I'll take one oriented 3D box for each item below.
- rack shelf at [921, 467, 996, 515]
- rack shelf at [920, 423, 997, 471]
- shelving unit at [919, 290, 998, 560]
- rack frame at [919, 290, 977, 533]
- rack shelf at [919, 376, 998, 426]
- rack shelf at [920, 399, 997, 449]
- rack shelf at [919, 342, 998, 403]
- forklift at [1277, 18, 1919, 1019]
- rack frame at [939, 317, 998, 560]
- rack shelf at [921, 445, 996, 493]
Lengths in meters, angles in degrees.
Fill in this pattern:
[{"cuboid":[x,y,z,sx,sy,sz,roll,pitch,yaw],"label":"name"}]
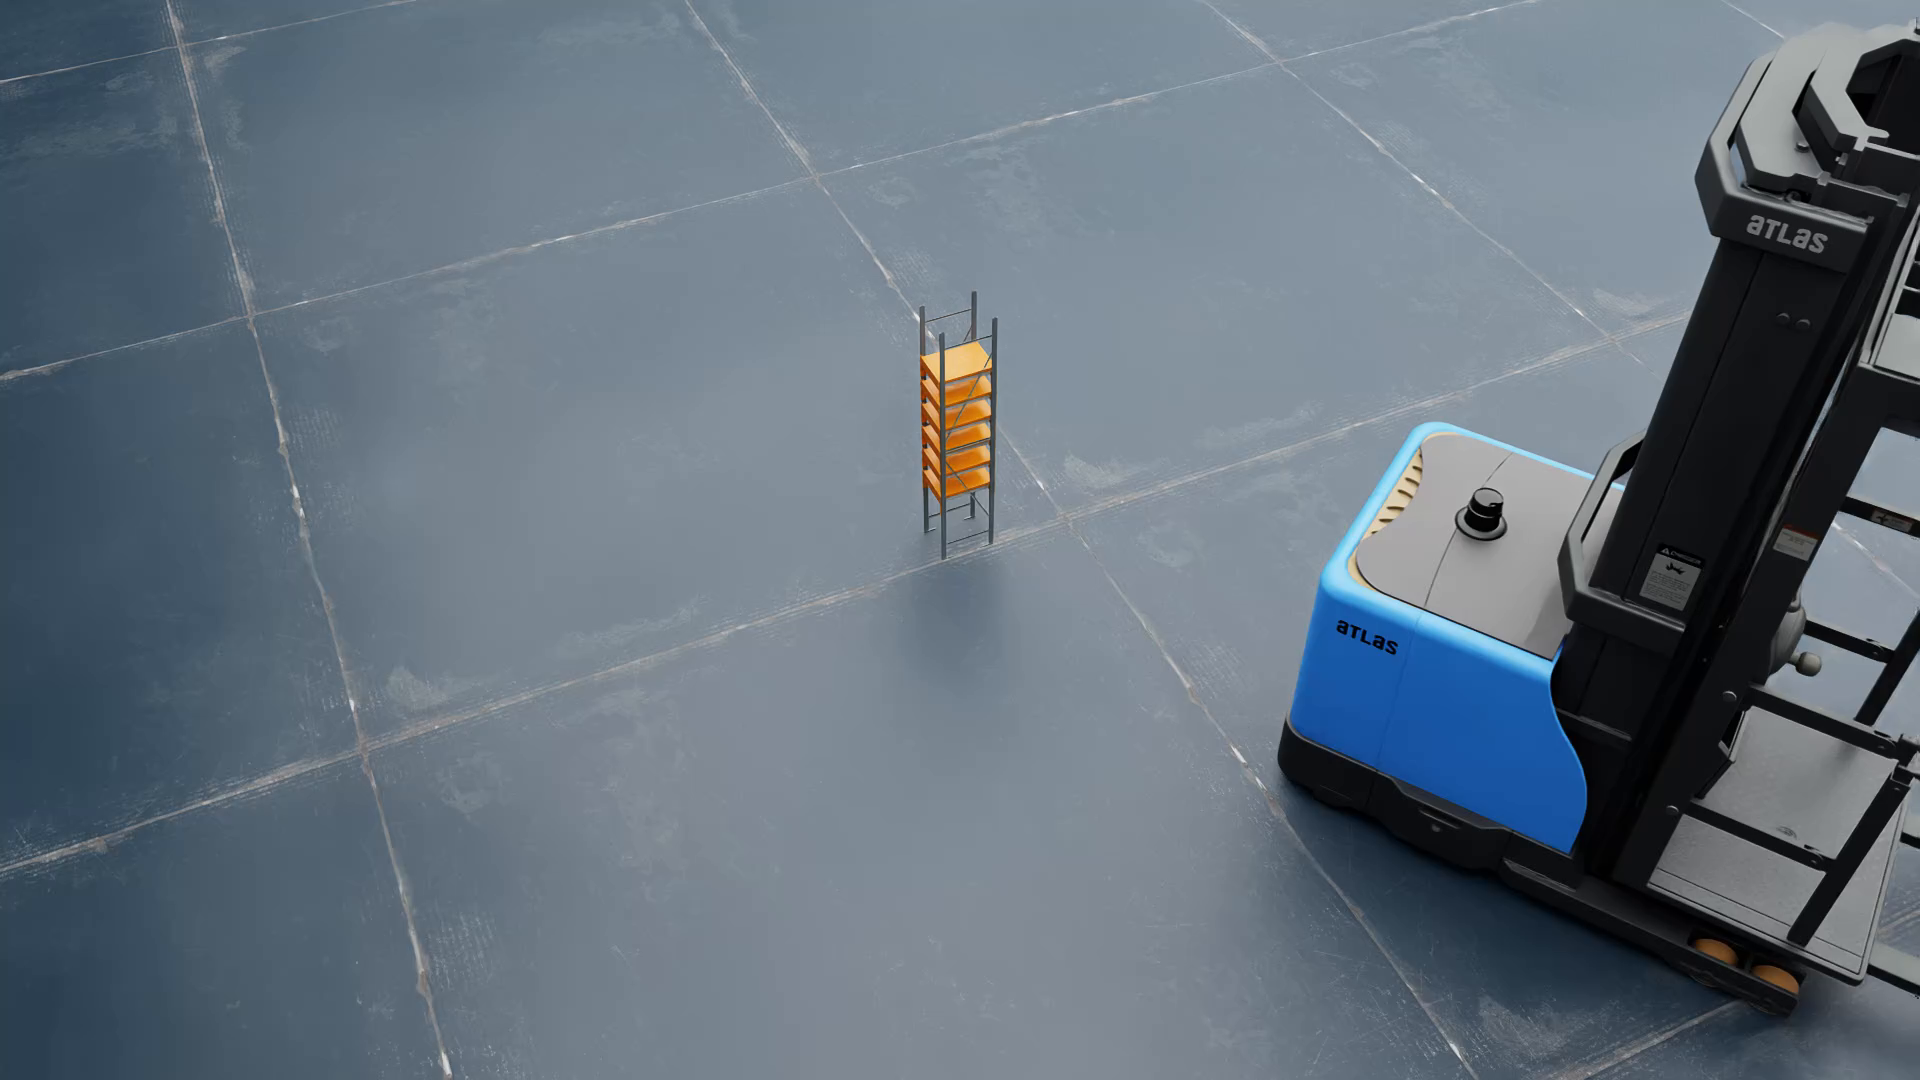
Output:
[{"cuboid":[-0.006,-0.234,6.907,0.258,0.103,0.180,-18,47,-17],"label":"rack shelf"},{"cuboid":[-0.006,-0.405,6.738,0.258,0.103,0.180,-18,47,-17],"label":"rack shelf"},{"cuboid":[-0.006,-0.436,6.707,0.258,1.200,0.189,-18,47,-17],"label":"shelving unit"},{"cuboid":[-0.045,-0.495,6.766,0.240,1.200,0.006,-18,47,-17],"label":"rack frame"},{"cuboid":[-0.006,-0.576,6.569,0.258,0.103,0.180,-18,47,-17],"label":"rack shelf"},{"cuboid":[-0.006,-0.490,6.654,0.258,0.103,0.180,-18,47,-17],"label":"rack shelf"},{"cuboid":[-0.006,-0.661,6.485,0.258,0.103,0.180,-18,47,-17],"label":"rack shelf"},{"cuboid":[2.705,0.098,4.933,3.031,2.935,1.130,23,49,22],"label":"forklift"},{"cuboid":[0.032,-0.378,6.648,0.240,1.200,0.006,-18,47,-17],"label":"rack frame"},{"cuboid":[-0.006,-0.319,6.822,0.258,0.103,0.180,-18,47,-17],"label":"rack shelf"}]
